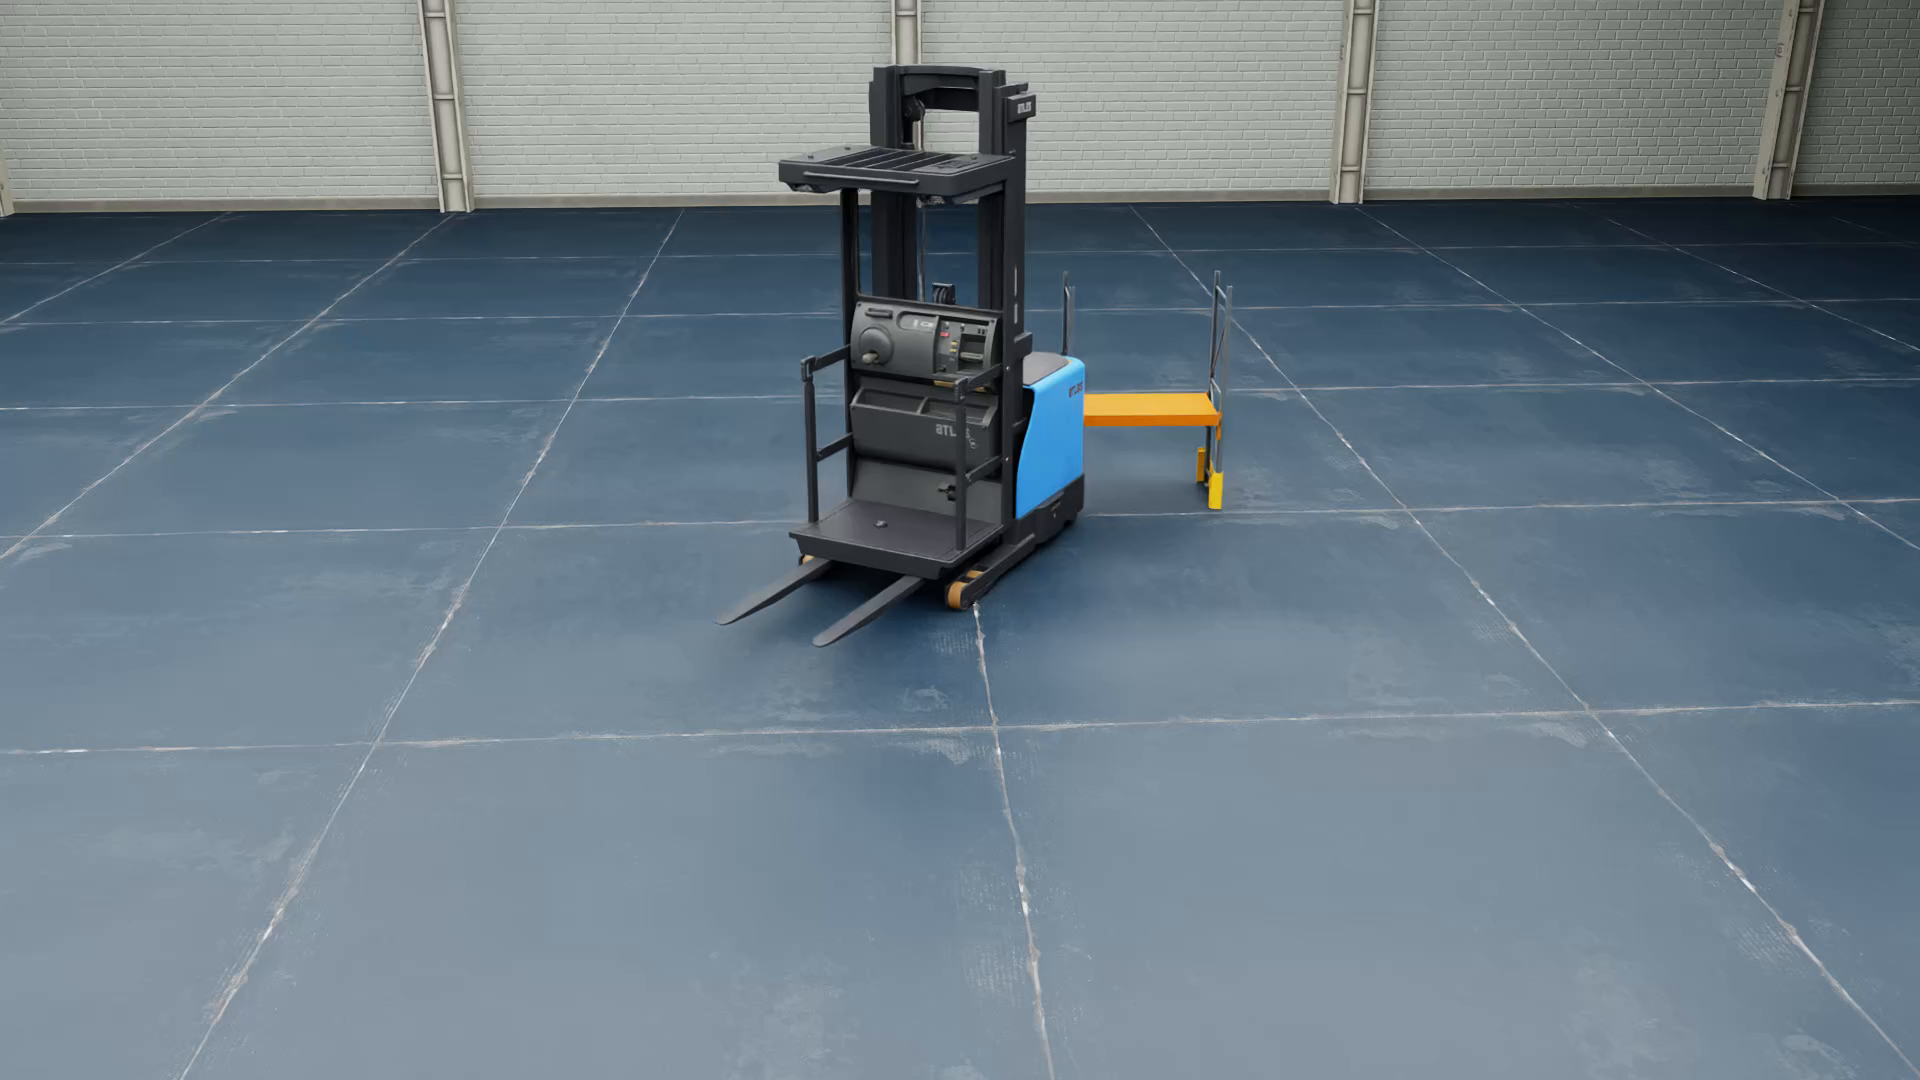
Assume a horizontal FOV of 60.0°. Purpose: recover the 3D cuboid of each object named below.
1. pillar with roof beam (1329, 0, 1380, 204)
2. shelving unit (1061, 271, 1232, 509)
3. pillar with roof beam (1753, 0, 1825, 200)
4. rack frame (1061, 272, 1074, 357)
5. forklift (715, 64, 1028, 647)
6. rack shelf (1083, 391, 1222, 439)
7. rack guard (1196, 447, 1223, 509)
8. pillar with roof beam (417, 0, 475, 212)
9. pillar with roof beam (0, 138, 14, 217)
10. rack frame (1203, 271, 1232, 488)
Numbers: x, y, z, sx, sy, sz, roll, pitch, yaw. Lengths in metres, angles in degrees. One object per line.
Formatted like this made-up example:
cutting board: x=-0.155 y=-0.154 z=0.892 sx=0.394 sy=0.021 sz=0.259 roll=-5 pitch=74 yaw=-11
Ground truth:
pillar with roof beam: x=5.533 y=-7.317 z=17.191 sx=0.400 sy=9.000 sz=9.100 roll=-1 pitch=21 yaw=-3
shelving unit: x=1.211 y=-1.010 z=11.165 sx=1.083 sy=1.500 sz=0.587 roll=0 pitch=21 yaw=-1
pillar with roof beam: x=11.523 y=-7.438 z=17.511 sx=0.400 sy=9.000 sz=9.100 roll=-1 pitch=21 yaw=-3
rack frame: x=0.712 y=-1.006 z=11.155 sx=0.032 sy=1.500 sz=0.500 roll=0 pitch=21 yaw=-1
forklift: x=-0.315 y=-1.147 z=9.515 sx=1.121 sy=2.935 sz=3.031 roll=10 pitch=23 yaw=26
rack shelf: x=1.221 y=-0.842 z=11.230 sx=1.000 sy=0.185 sz=0.538 roll=0 pitch=21 yaw=-1
rack guard: x=1.709 y=-0.430 z=11.399 sx=0.087 sy=0.250 sz=0.587 roll=0 pitch=21 yaw=-1
pillar with roof beam: x=-6.448 y=-7.073 z=16.551 sx=0.400 sy=9.000 sz=9.100 roll=-1 pitch=21 yaw=-3
pillar with roof beam: x=-12.438 y=-6.951 z=16.231 sx=0.400 sy=9.000 sz=9.100 roll=-1 pitch=21 yaw=-3
rack frame: x=1.729 y=-1.014 z=11.177 sx=0.032 sy=1.500 sz=0.500 roll=0 pitch=21 yaw=-1
